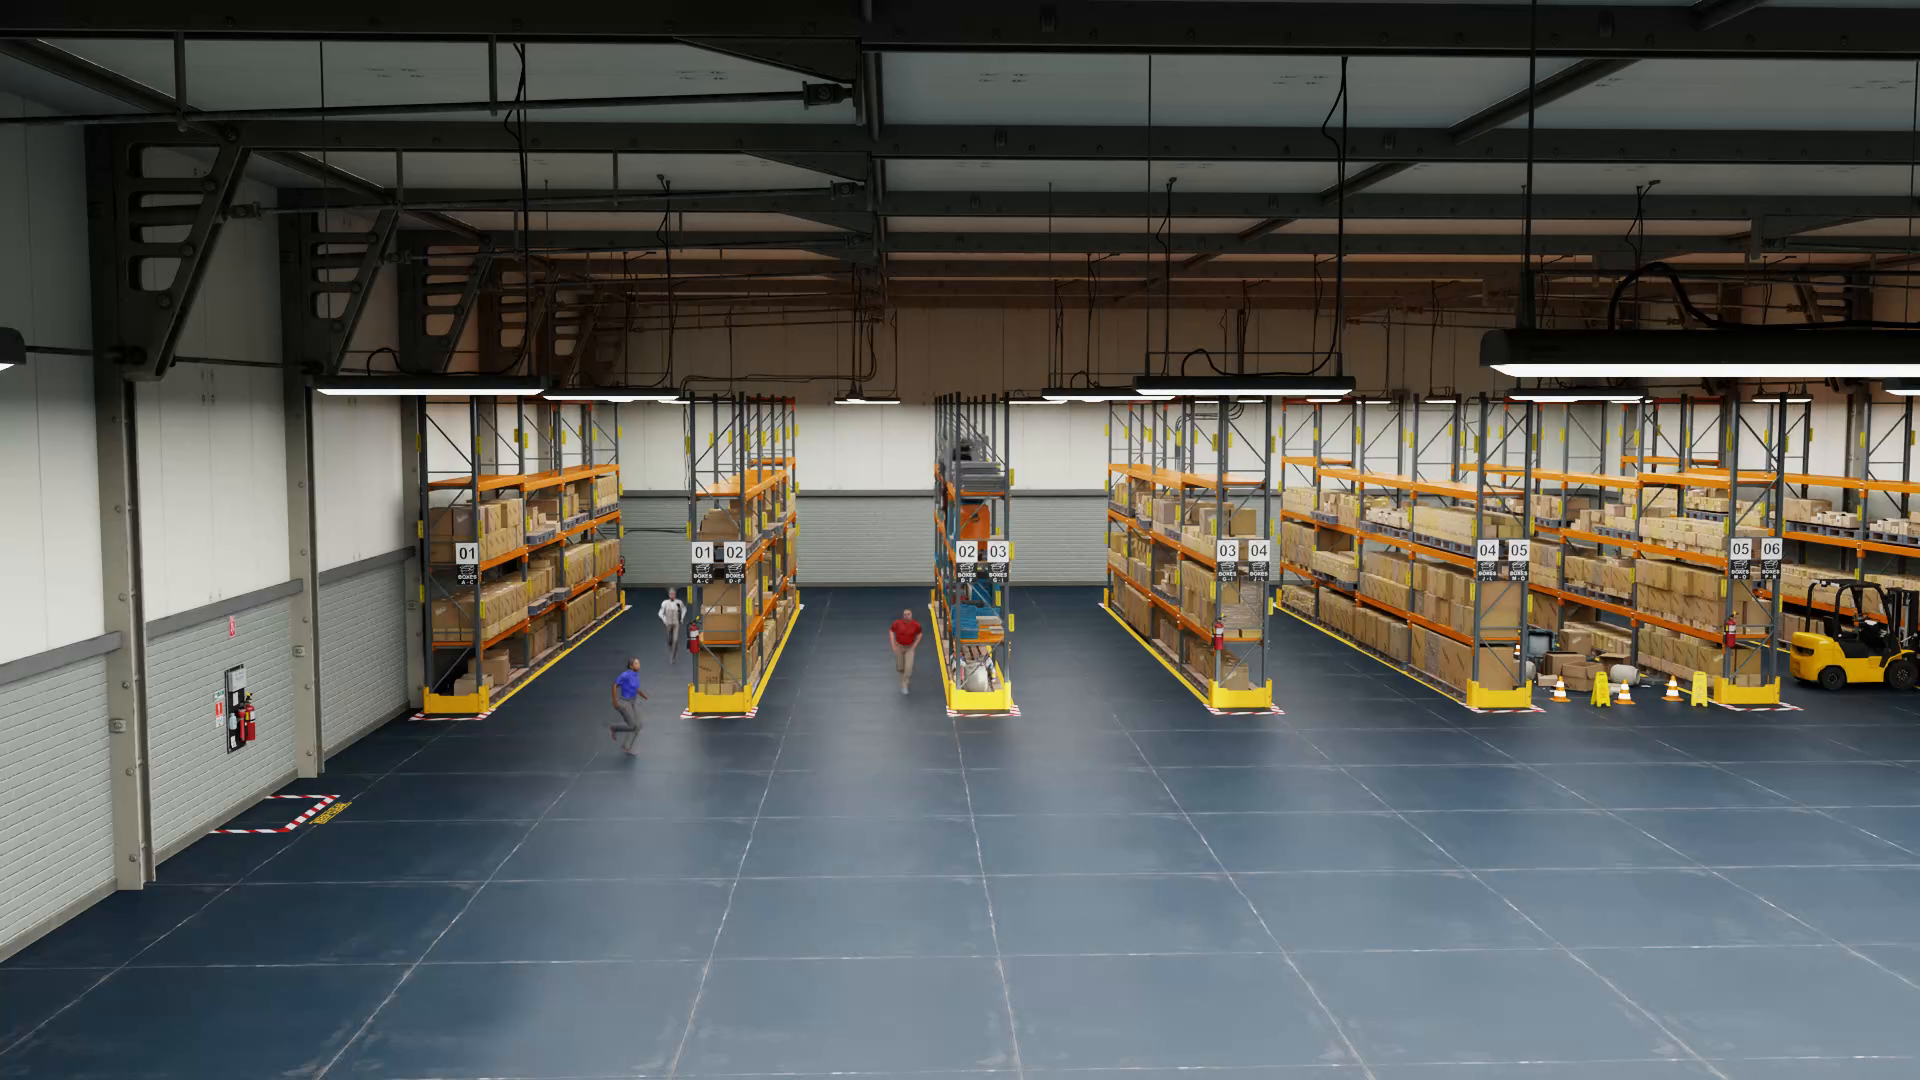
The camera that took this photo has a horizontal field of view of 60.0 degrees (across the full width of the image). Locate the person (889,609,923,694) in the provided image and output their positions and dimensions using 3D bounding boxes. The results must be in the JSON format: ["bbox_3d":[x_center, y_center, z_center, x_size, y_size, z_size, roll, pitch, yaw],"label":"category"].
[{"bbox_3d":[-1.087,2.224,33.565,0.674,1.719,0.863,0,5,1],"label":"person"}]

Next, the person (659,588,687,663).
[{"bbox_3d":[-6.475,1.909,37.513,0.623,1.698,0.761,-1,5,-10],"label":"person"}]

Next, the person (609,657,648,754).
[{"bbox_3d":[-5.480,2.743,27.487,0.649,1.610,0.612,2,5,19],"label":"person"}]
